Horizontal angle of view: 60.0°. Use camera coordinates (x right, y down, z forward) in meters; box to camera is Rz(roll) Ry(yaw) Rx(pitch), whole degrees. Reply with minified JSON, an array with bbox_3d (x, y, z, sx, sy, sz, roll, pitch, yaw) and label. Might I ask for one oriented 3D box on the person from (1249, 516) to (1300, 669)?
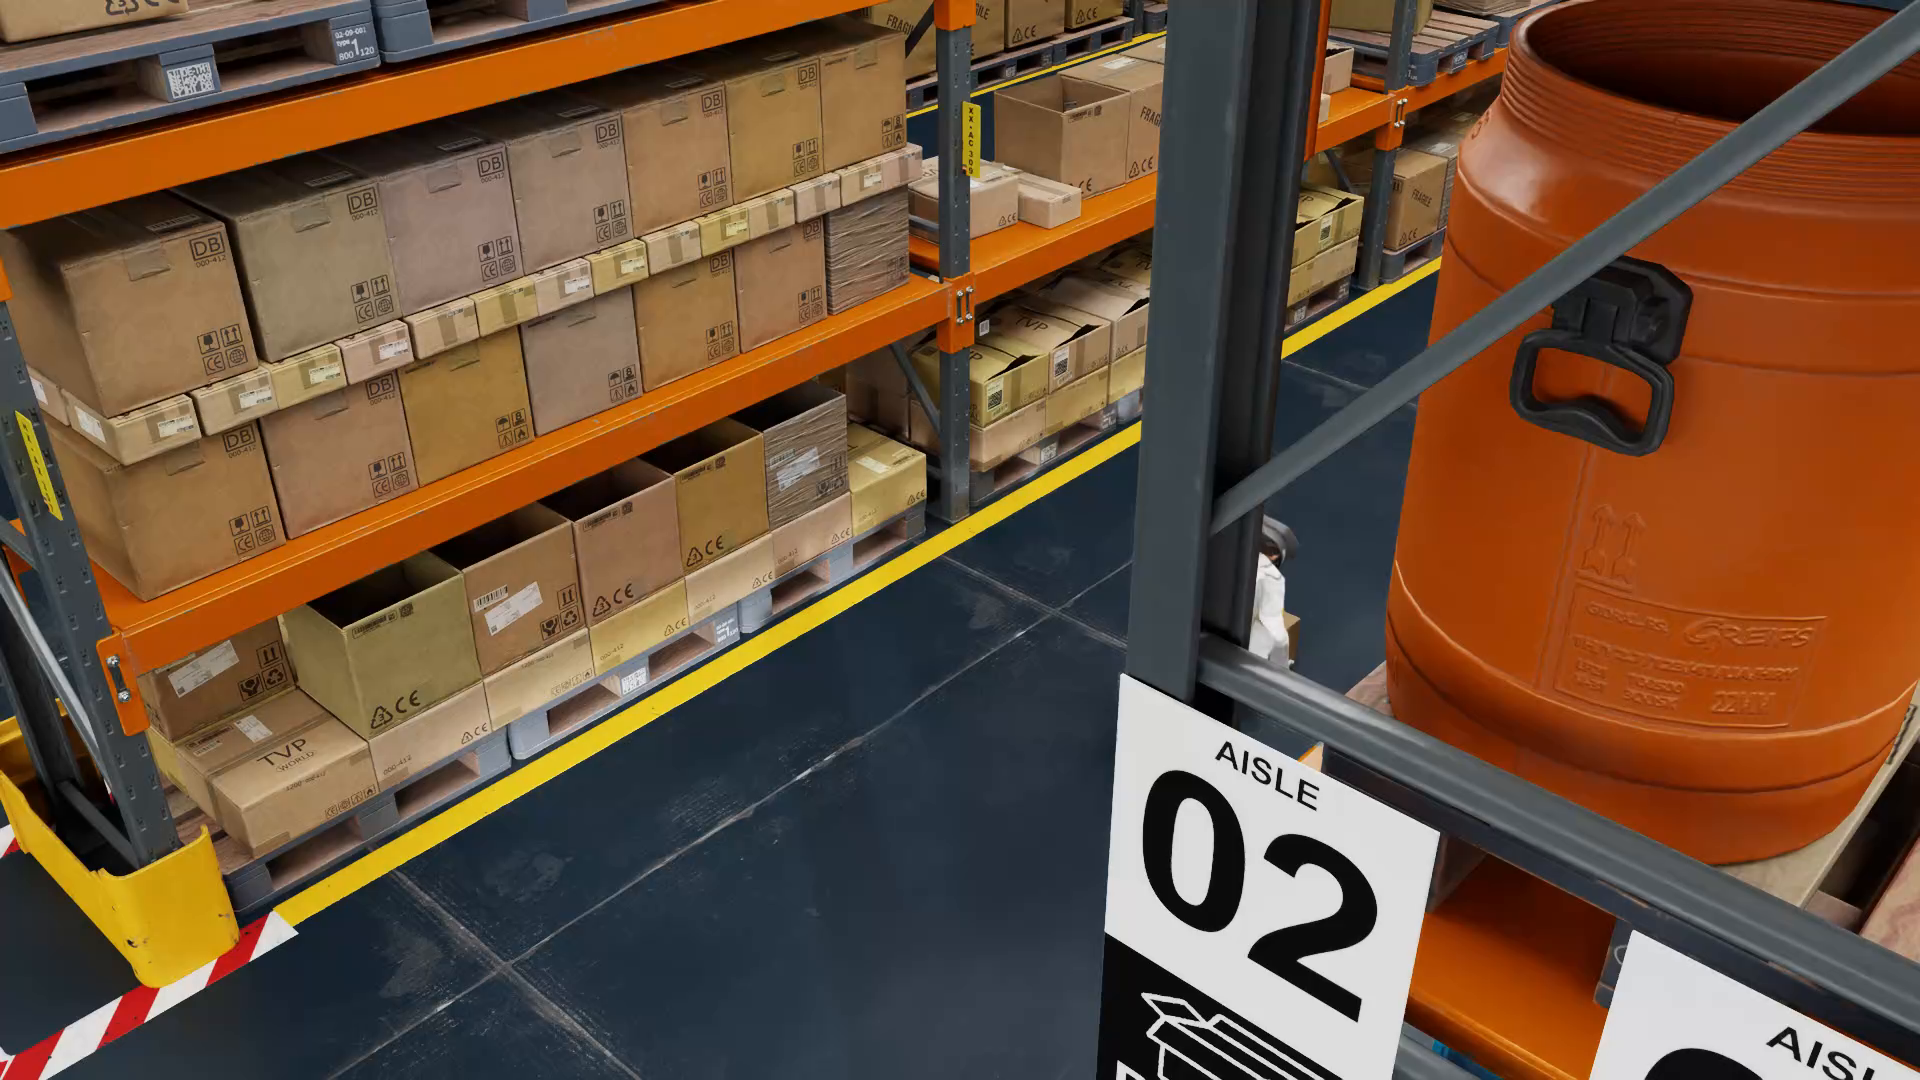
[{"bbox_3d":[1.091,0.364,6.936,0.459,0.760,0.914,24,39,34],"label":"person"}]
